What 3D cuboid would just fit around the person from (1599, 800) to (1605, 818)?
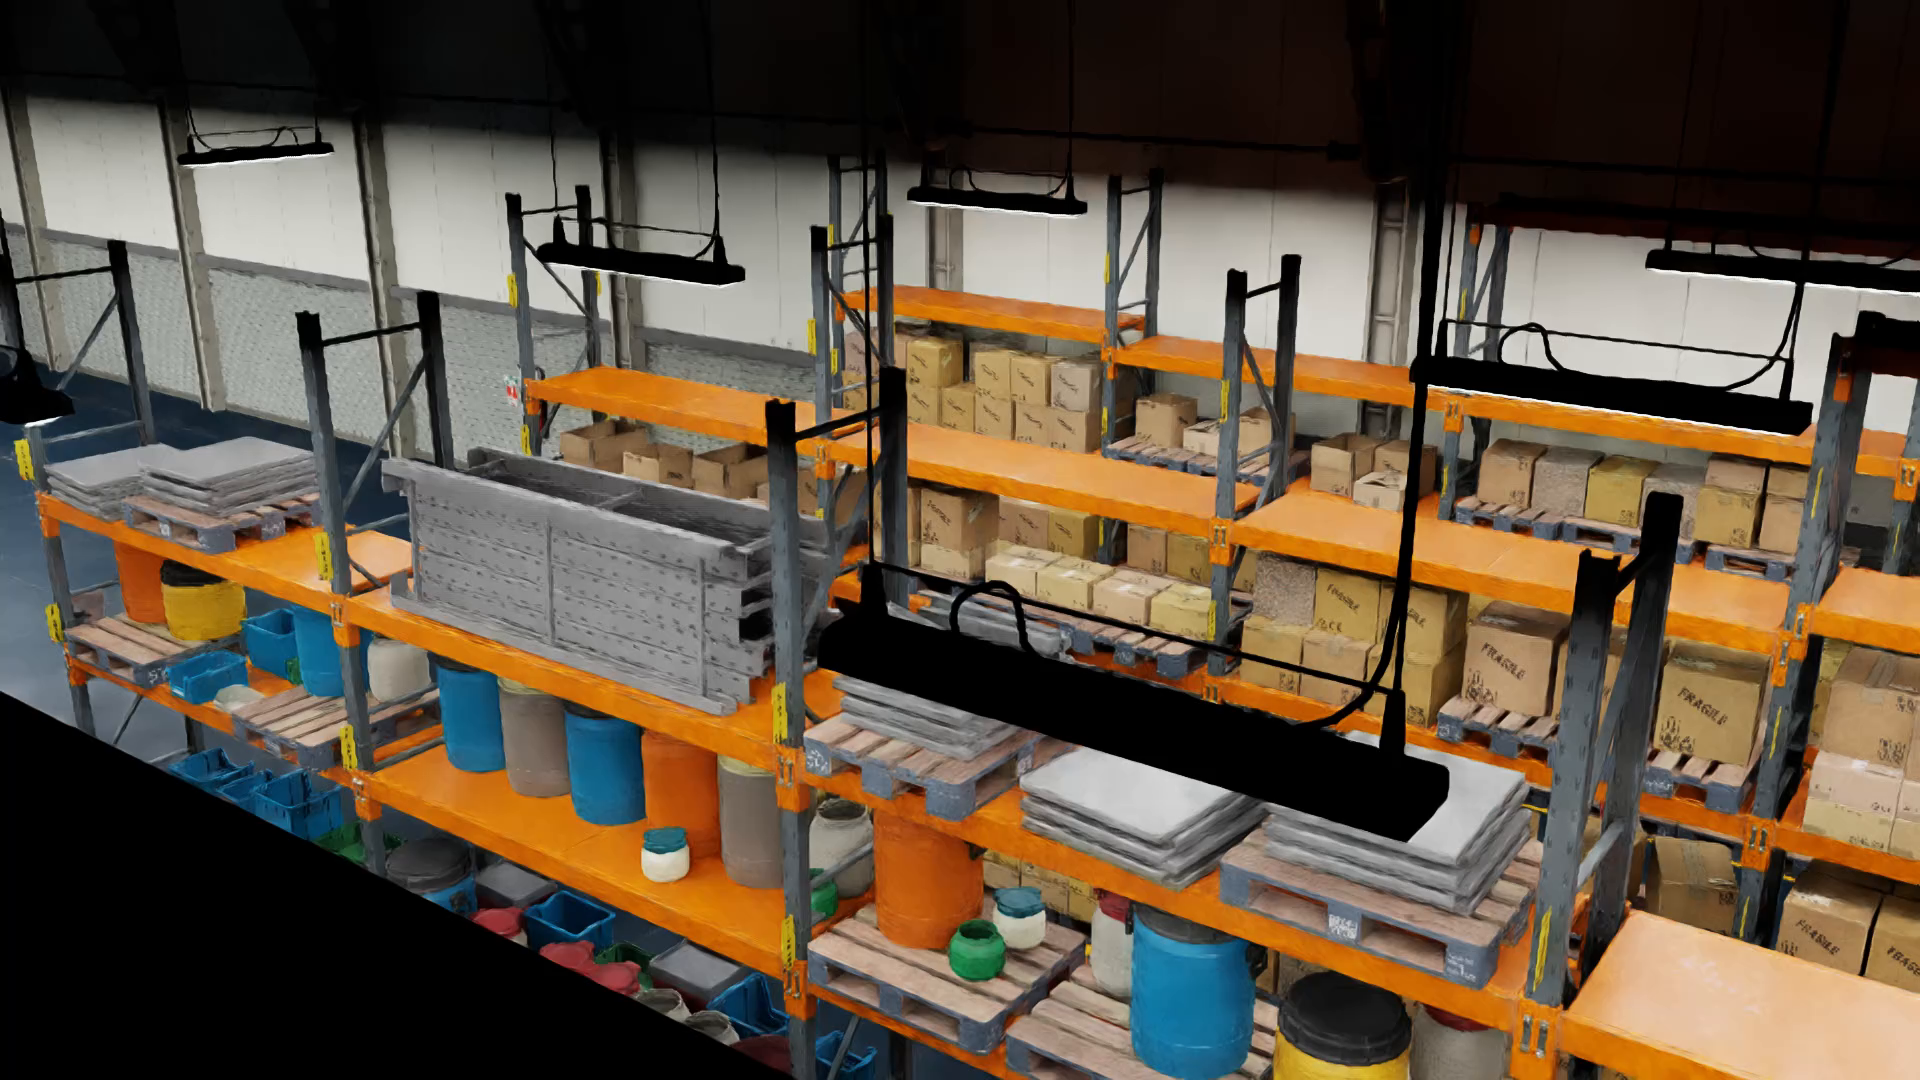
[{"bbox_3d":[5.787,2.199,14.635,0.341,0.668,0.654,12,22,32],"label":"person"}]
